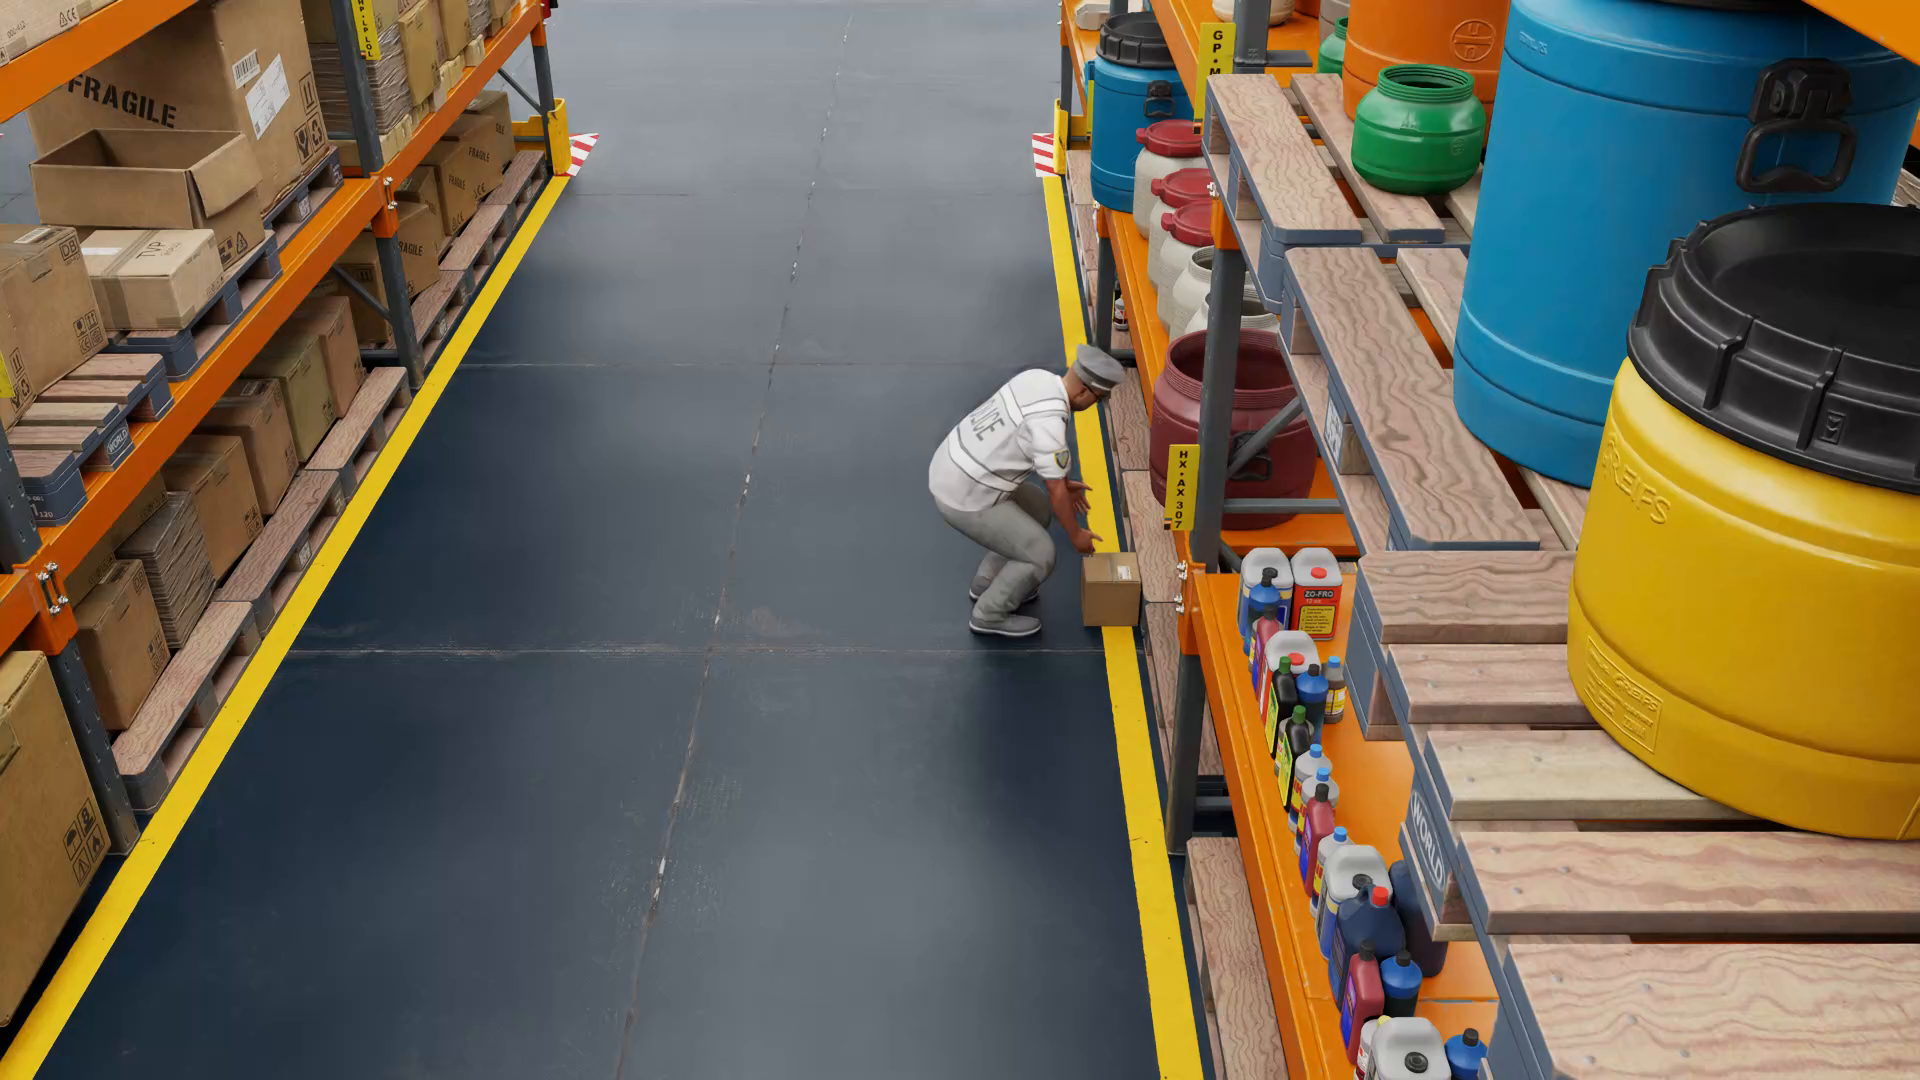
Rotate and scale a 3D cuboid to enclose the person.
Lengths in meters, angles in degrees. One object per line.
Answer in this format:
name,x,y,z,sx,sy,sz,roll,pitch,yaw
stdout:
person,0.288,-0.242,7.445,0.853,1.321,0.588,0,31,0
